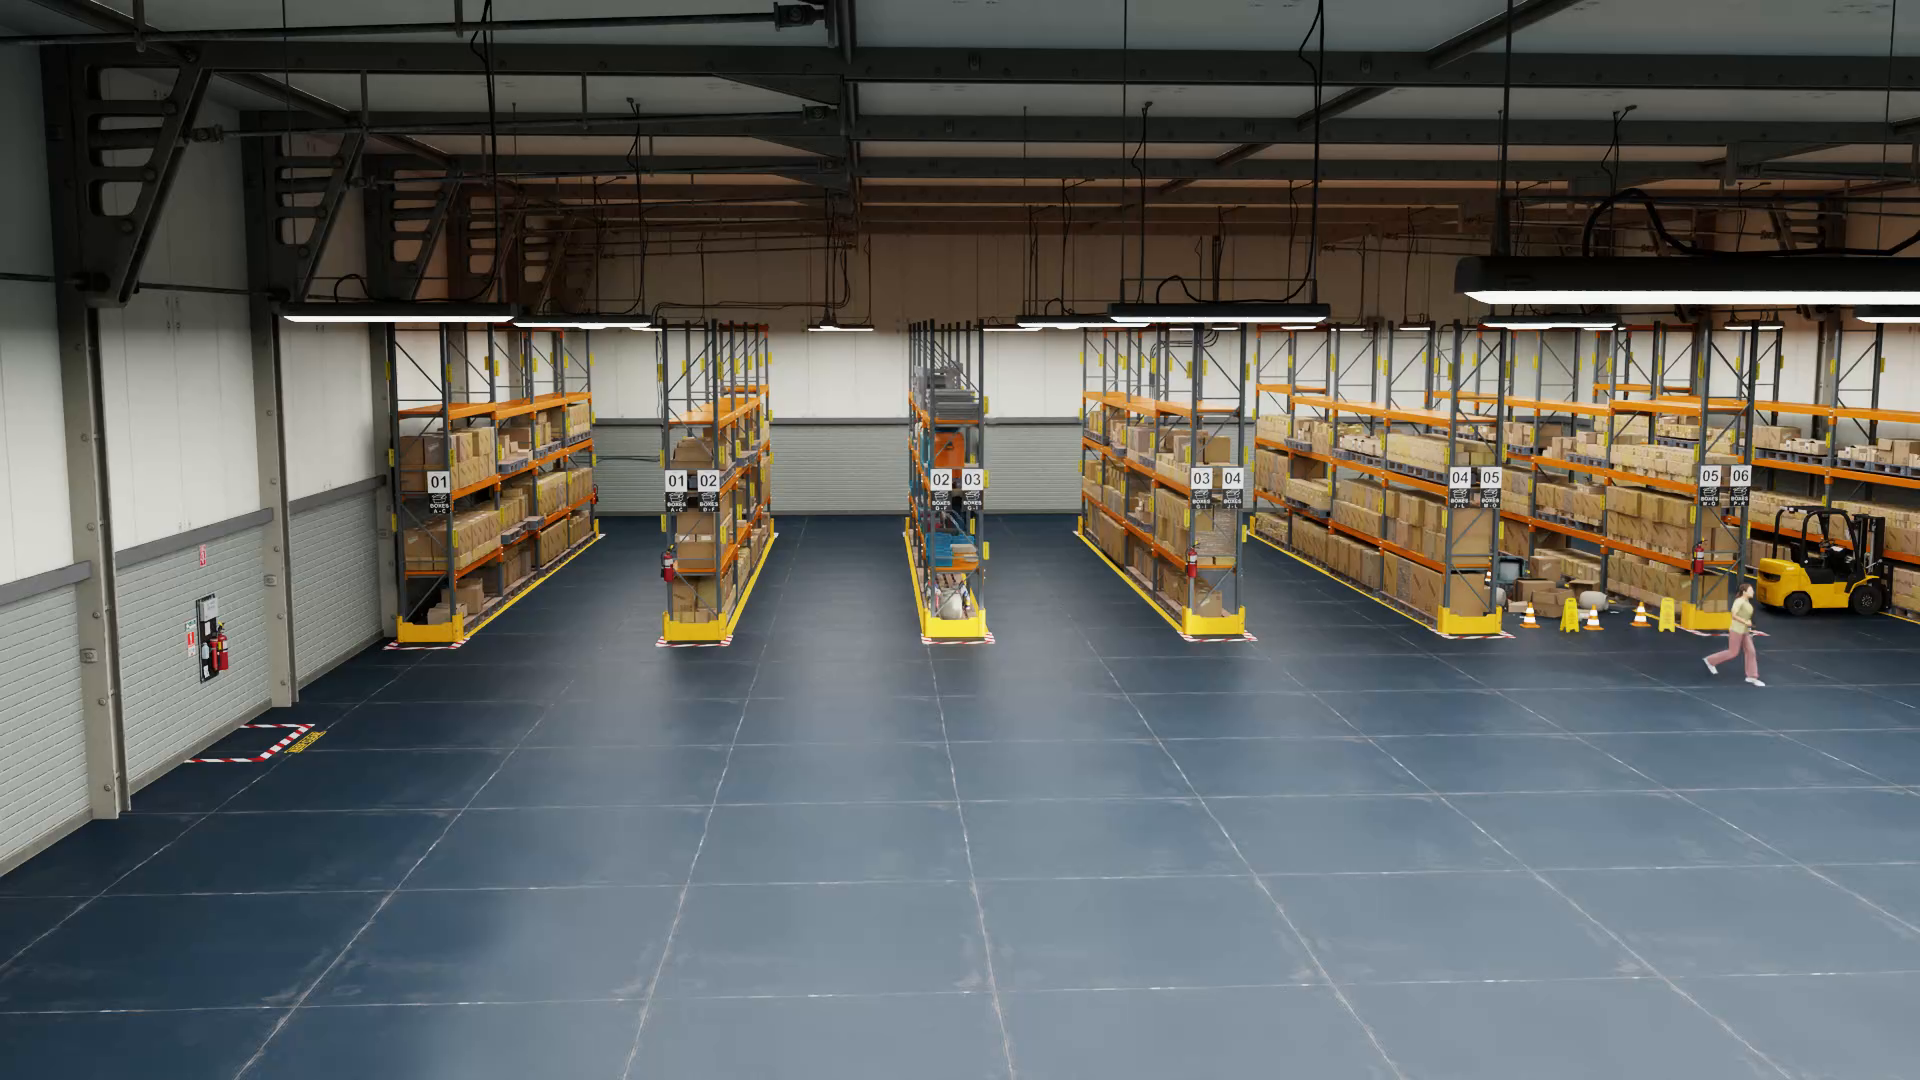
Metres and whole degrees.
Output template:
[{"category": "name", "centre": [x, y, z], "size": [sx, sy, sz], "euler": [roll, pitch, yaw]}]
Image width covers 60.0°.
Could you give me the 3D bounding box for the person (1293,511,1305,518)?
[{"category": "person", "centre": [9.930, -1.034, 48.635], "size": [0.583, 1.553, 0.562], "euler": [5, 9, 35]}]

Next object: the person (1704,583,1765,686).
[{"category": "person", "centre": [12.811, 1.524, 27.408], "size": [0.986, 1.664, 0.600], "euler": [6, 9, 42]}]
